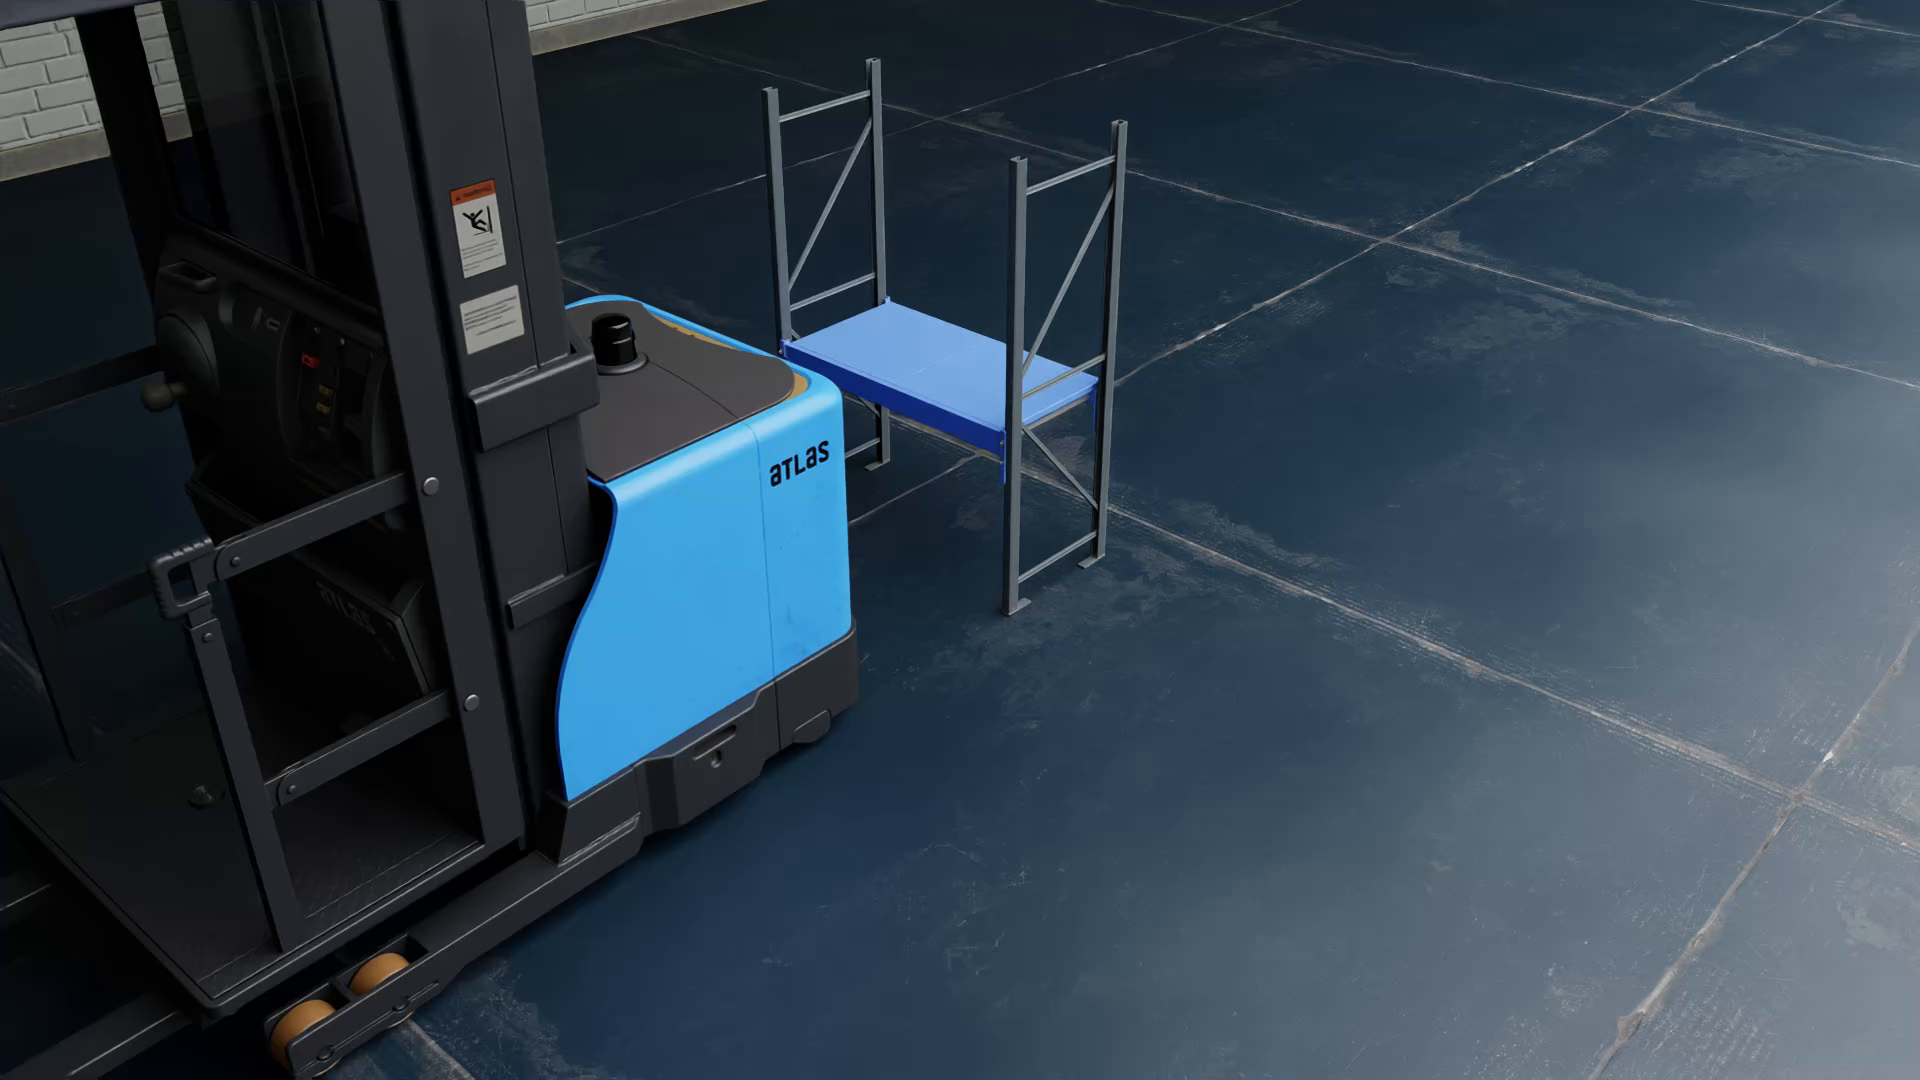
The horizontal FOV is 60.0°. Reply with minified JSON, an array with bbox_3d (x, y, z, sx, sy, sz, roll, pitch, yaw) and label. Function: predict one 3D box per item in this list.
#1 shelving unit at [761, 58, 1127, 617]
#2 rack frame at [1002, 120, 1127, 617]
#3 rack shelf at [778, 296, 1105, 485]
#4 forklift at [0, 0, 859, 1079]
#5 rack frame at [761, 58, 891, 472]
[{"bbox_3d":[-0.063,-0.672,5.412,1.048,1.500,0.538,25,39,35],"label":"shelving unit"},{"bbox_3d":[0.314,-0.496,5.120,0.032,1.500,0.500,25,39,35],"label":"rack frame"},{"bbox_3d":[-0.063,-0.518,5.505,1.000,0.185,0.538,25,39,35],"label":"rack shelf"},{"bbox_3d":[-1.645,-0.345,3.480,1.130,2.935,3.031,24,39,34],"label":"forklift"},{"bbox_3d":[-0.440,-0.848,5.704,0.032,1.500,0.500,25,39,35],"label":"rack frame"}]
